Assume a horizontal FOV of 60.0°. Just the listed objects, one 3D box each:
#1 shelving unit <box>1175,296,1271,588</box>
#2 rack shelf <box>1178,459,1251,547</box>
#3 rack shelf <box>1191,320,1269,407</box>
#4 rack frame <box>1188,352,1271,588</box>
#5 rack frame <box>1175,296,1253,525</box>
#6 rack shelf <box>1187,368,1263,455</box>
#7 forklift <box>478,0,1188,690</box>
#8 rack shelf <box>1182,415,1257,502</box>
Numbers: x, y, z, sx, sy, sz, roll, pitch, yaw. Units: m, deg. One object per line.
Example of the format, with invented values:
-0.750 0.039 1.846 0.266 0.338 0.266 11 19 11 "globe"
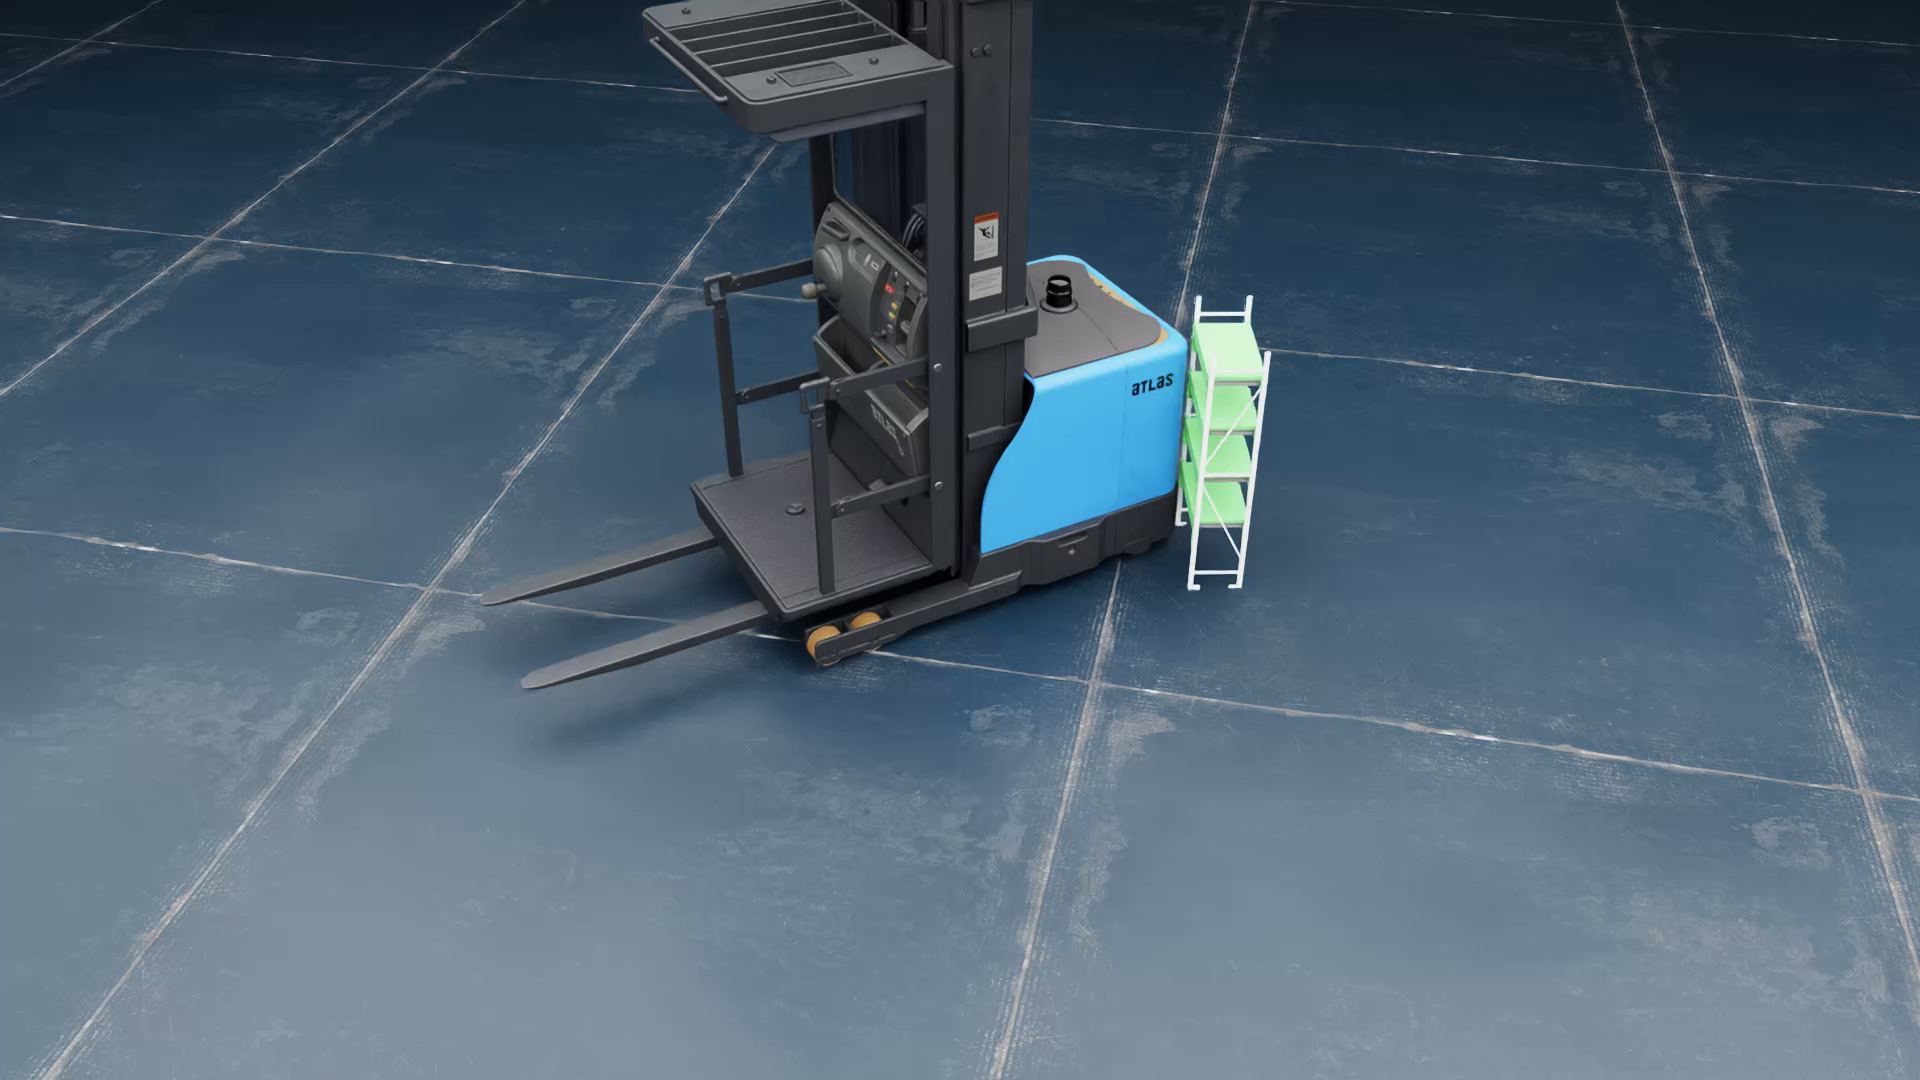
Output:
1.139 -0.418 7.304 0.258 1.200 0.503 0 36 0 "shelving unit"
1.139 -0.171 7.482 0.258 0.148 0.480 0 36 0 "rack shelf"
1.139 -0.754 7.059 0.258 0.148 0.480 0 36 0 "rack shelf"
1.141 -0.274 7.106 0.240 1.200 0.015 0 36 0 "rack frame"
1.137 -0.561 7.501 0.240 1.200 0.015 0 36 0 "rack frame"
1.139 -0.560 7.200 0.258 0.148 0.480 0 36 0 "rack shelf"
-0.549 -1.012 6.649 3.031 2.935 1.130 -18 39 -23 "forklift"
1.139 -0.366 7.341 0.258 0.148 0.480 0 36 0 "rack shelf"
